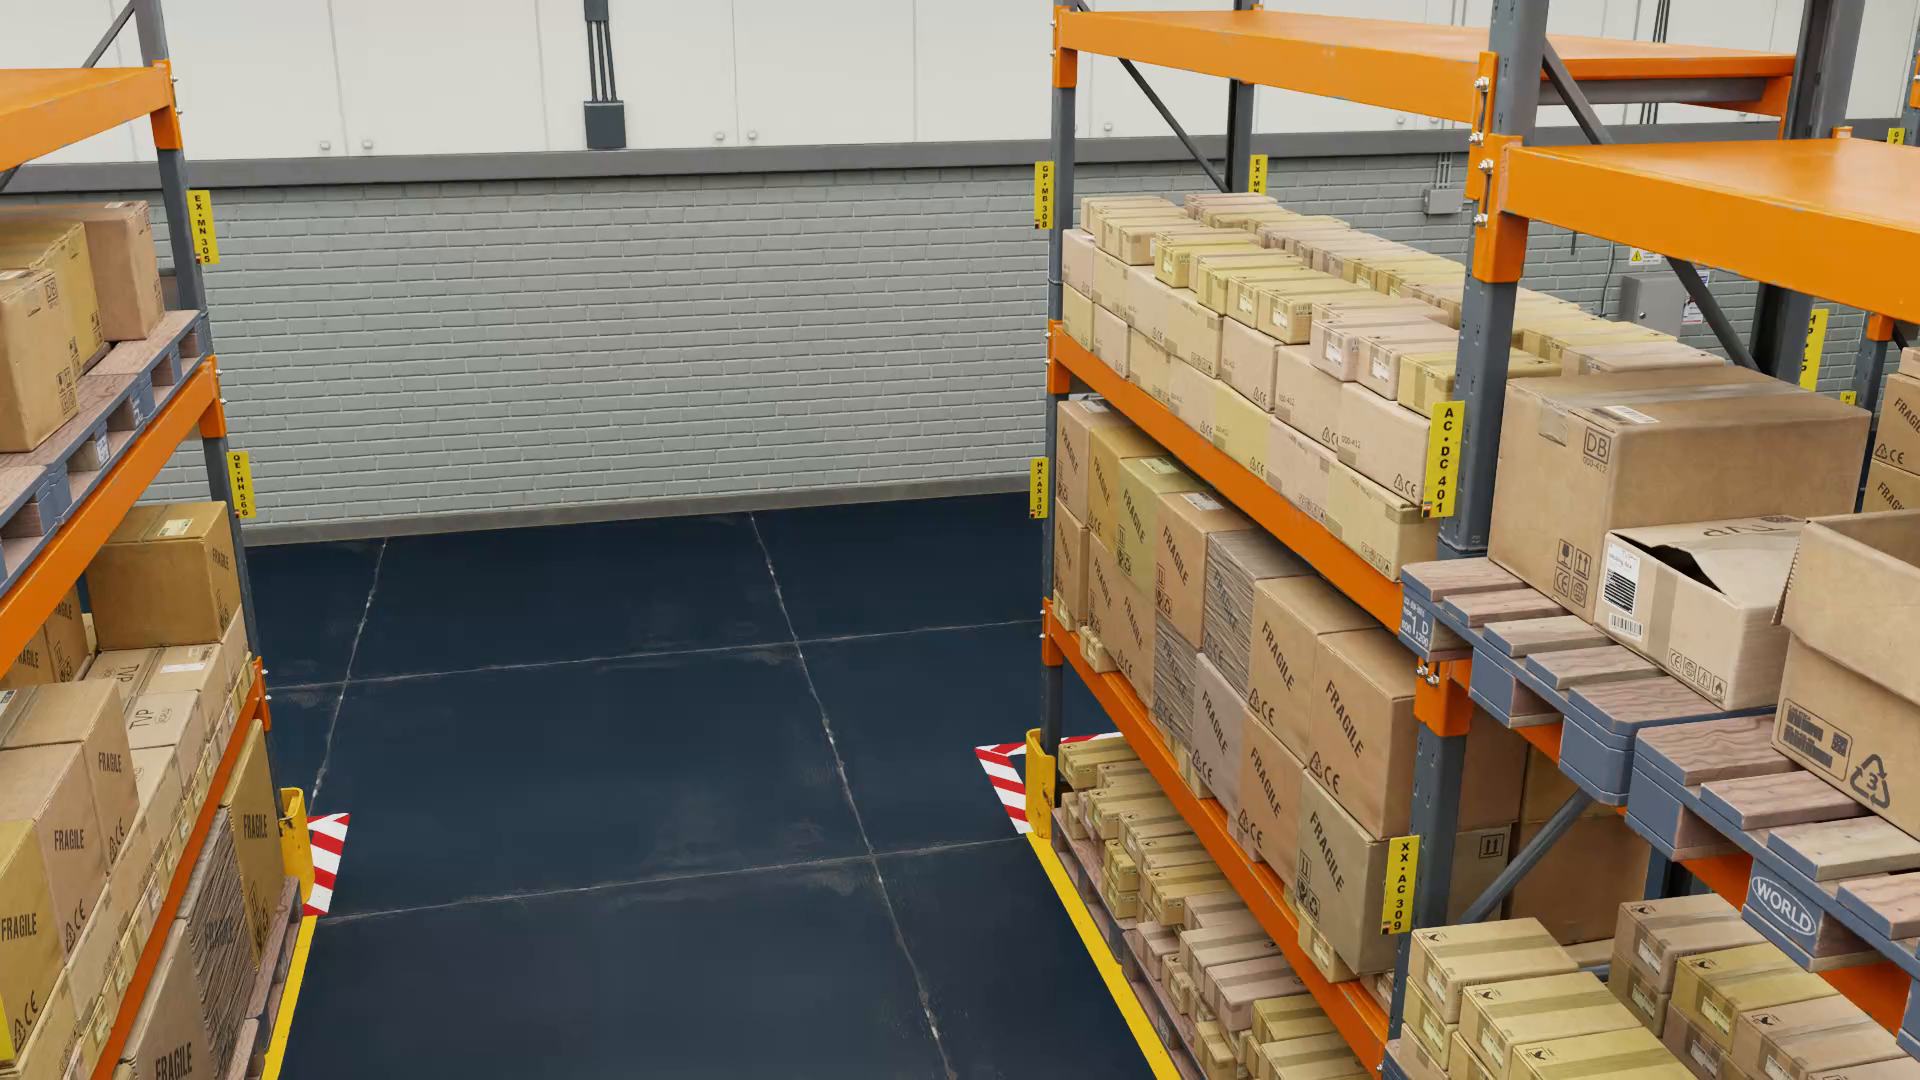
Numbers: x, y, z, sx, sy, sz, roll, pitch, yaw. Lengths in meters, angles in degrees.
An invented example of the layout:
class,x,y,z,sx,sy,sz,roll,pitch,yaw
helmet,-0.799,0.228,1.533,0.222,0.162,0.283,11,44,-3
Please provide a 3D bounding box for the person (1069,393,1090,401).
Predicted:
class,x,y,z,sx,sy,sz,roll,pitch,yaw
person,0.941,-0.222,11.657,0.572,1.768,0.494,-4,20,-12
